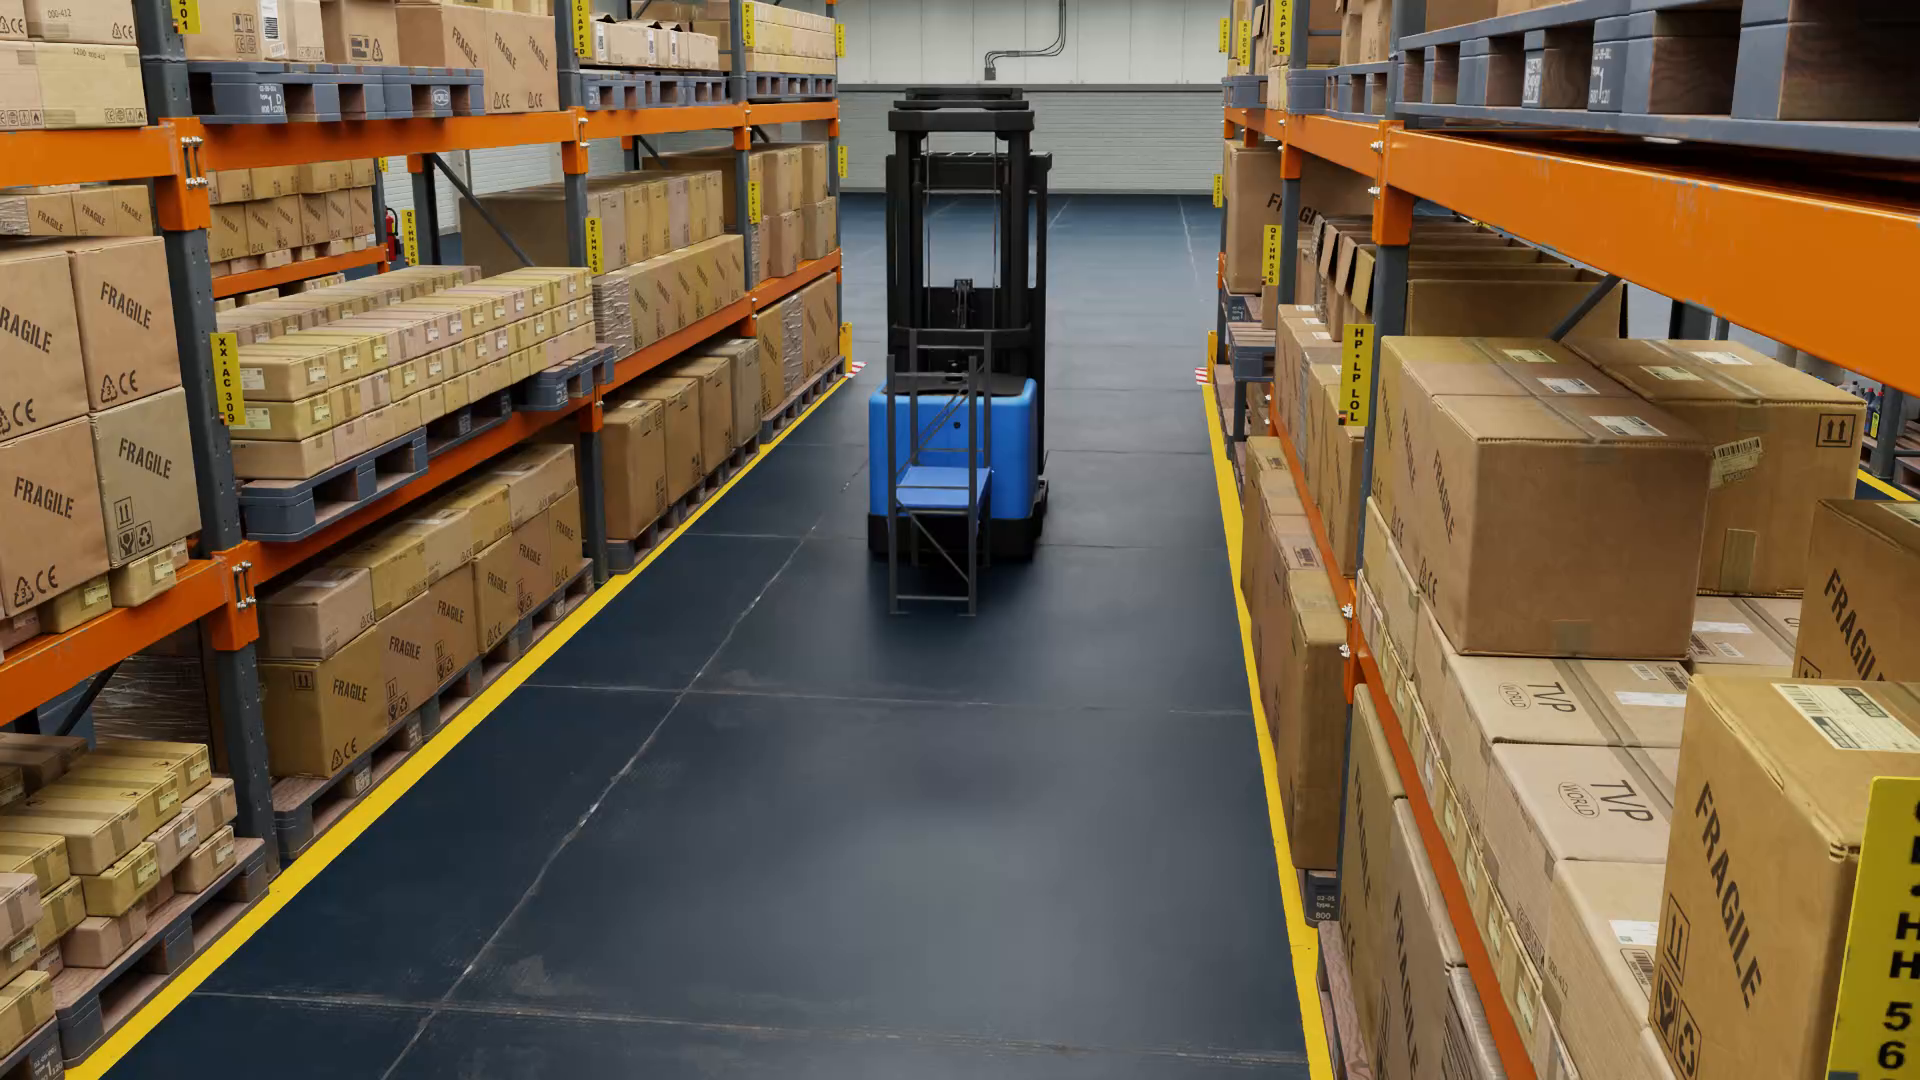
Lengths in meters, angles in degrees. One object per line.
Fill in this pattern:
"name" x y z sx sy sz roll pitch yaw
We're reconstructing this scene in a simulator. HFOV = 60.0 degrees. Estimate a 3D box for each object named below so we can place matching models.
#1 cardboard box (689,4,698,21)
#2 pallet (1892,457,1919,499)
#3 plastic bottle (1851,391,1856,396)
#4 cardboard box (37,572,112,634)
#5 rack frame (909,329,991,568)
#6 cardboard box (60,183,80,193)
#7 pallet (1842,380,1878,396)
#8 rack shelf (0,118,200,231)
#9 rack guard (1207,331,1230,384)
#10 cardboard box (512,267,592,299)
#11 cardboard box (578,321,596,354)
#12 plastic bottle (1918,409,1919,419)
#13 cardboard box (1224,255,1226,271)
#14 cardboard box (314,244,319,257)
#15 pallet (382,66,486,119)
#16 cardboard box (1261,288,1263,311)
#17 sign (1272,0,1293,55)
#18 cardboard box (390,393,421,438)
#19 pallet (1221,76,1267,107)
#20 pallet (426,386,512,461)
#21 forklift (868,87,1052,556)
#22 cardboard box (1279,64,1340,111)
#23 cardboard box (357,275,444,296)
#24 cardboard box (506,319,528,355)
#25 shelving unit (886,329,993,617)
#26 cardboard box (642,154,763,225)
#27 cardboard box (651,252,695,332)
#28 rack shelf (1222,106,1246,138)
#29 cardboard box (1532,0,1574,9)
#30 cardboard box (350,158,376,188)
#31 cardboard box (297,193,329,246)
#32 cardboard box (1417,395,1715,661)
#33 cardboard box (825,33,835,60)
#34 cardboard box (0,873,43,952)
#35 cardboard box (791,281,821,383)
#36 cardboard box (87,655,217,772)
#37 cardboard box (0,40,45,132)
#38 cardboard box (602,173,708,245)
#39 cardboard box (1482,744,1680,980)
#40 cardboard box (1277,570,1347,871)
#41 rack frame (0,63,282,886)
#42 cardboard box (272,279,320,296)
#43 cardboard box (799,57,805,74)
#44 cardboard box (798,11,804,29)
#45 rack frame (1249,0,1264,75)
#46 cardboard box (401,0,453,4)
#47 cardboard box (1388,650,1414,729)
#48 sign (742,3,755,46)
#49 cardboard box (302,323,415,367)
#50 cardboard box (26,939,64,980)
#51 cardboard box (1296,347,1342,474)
"cardboard box" -2.431 -4.433 14.020 0.380 0.149 0.250 2 15 6
"pallet" 7.575 -0.366 12.112 1.003 0.211 1.213 2 15 6
"plastic bottle" 7.410 -1.087 13.797 0.061 0.283 0.133 3 15 10
"cardboard box" -2.926 0.179 5.233 0.380 0.149 0.250 2 15 8
"rack frame" -0.059 -0.556 10.343 0.500 1.500 0.032 1 15 5
"cardboard box" -7.035 -2.757 12.803 0.380 0.149 0.250 1 15 5
"pallet" 8.018 -1.377 15.850 1.003 0.211 1.213 2 15 6
"rack shelf" -3.341 -0.742 3.793 1.077 0.370 4.000 2 15 6
"rack guard" 3.147 -1.874 17.135 1.175 0.500 0.348 2 15 6
"cardboard box" -2.264 -1.426 9.226 0.380 0.149 0.250 1 15 4
"cardboard box" -2.263 -1.138 9.300 0.380 0.149 0.250 2 15 7
"plastic bottle" 8.198 -1.207 14.112 0.144 0.351 0.185 2 15 6
"cardboard box" 2.620 -2.526 15.239 0.380 0.149 0.250 2 15 6
"cardboard box" -6.657 -2.903 16.633 0.380 0.149 0.250 2 15 7
"pallet" -2.826 -1.944 7.218 1.213 0.211 1.003 2 15 6
"cardboard box" 2.172 -1.604 10.800 0.396 0.266 0.258 1 15 5
"sign" 1.713 -2.740 8.810 0.100 0.325 0.005 2 15 6
"cardboard box" -2.527 -0.532 7.061 0.380 0.149 0.250 2 15 7
"pallet" 2.528 -3.263 12.098 1.213 0.211 1.003 2 15 6
"pallet" -2.847 -0.591 7.967 1.003 0.211 1.213 2 15 6
"forklift" 0.068 -1.648 11.643 1.130 2.935 3.031 1 15 5
"cardboard box" 2.062 -2.532 9.319 0.500 0.250 0.500 2 15 6
"cardboard box" -2.969 -1.319 8.831 0.380 0.149 0.250 2 15 6
"cardboard box" -2.382 -1.014 8.274 0.380 0.149 0.250 2 15 6
"shelving unit" -0.108 -0.423 9.855 0.538 1.500 1.048 1 15 5
"cardboard box" -2.137 -2.924 13.872 0.875 0.550 0.550 2 15 6
"cardboard box" -2.175 -1.747 11.683 0.500 0.500 0.500 2 15 6
"rack shelf" 2.929 -3.682 14.666 1.077 0.370 4.000 2 15 6
"cardboard box" 1.507 -1.260 3.141 0.700 0.500 0.500 2 15 9
"cardboard box" -6.532 -3.928 17.265 0.700 0.500 0.500 1 15 5
"cardboard box" -6.600 -3.176 16.399 0.500 0.500 0.500 2 15 6
"cardboard box" 1.376 -0.042 3.852 0.500 0.500 0.500 1 15 4
"cardboard box" -1.539 -4.908 16.540 0.500 0.250 0.500 2 15 7
"cardboard box" -2.953 1.096 4.880 0.380 0.149 0.250 1 15 4
"cardboard box" -1.870 -2.044 16.240 0.875 0.875 0.875 1 15 5
"cardboard box" -3.283 0.644 7.018 0.500 0.500 0.500 1 15 5
"cardboard box" -2.971 -1.272 4.659 0.500 0.250 0.500 2 15 6
"cardboard box" -2.319 -2.504 12.568 0.700 0.500 0.500 1 15 5
"cardboard box" 1.256 0.581 2.984 0.500 0.250 0.500 1 15 4
"cardboard box" 1.853 0.668 6.210 1.225 0.875 0.875 2 15 6
"rack frame" -3.116 -0.160 6.009 1.000 3.000 0.127 2 15 6
"cardboard box" -6.561 -2.497 16.433 0.380 0.149 0.250 2 15 9
"cardboard box" -1.635 -4.359 15.274 0.380 0.149 0.250 2 15 7
"cardboard box" -1.635 -4.742 15.165 0.380 0.149 0.250 2 15 7
"rack frame" 2.704 -4.959 12.262 1.000 3.000 0.127 2 15 6
"cardboard box" -2.577 -2.617 7.689 0.396 0.266 0.258 2 15 6
"cardboard box" 1.350 0.405 4.400 0.380 0.149 0.250 1 15 5
"sign" -1.673 -4.071 13.132 0.100 0.325 0.005 2 15 6
"cardboard box" -2.527 -0.821 6.990 0.380 0.149 0.250 1 15 6
"cardboard box" -3.050 1.325 5.173 0.380 0.149 0.250 1 15 5
"cardboard box" 1.759 -0.559 7.293 0.500 0.500 0.500 2 15 6
